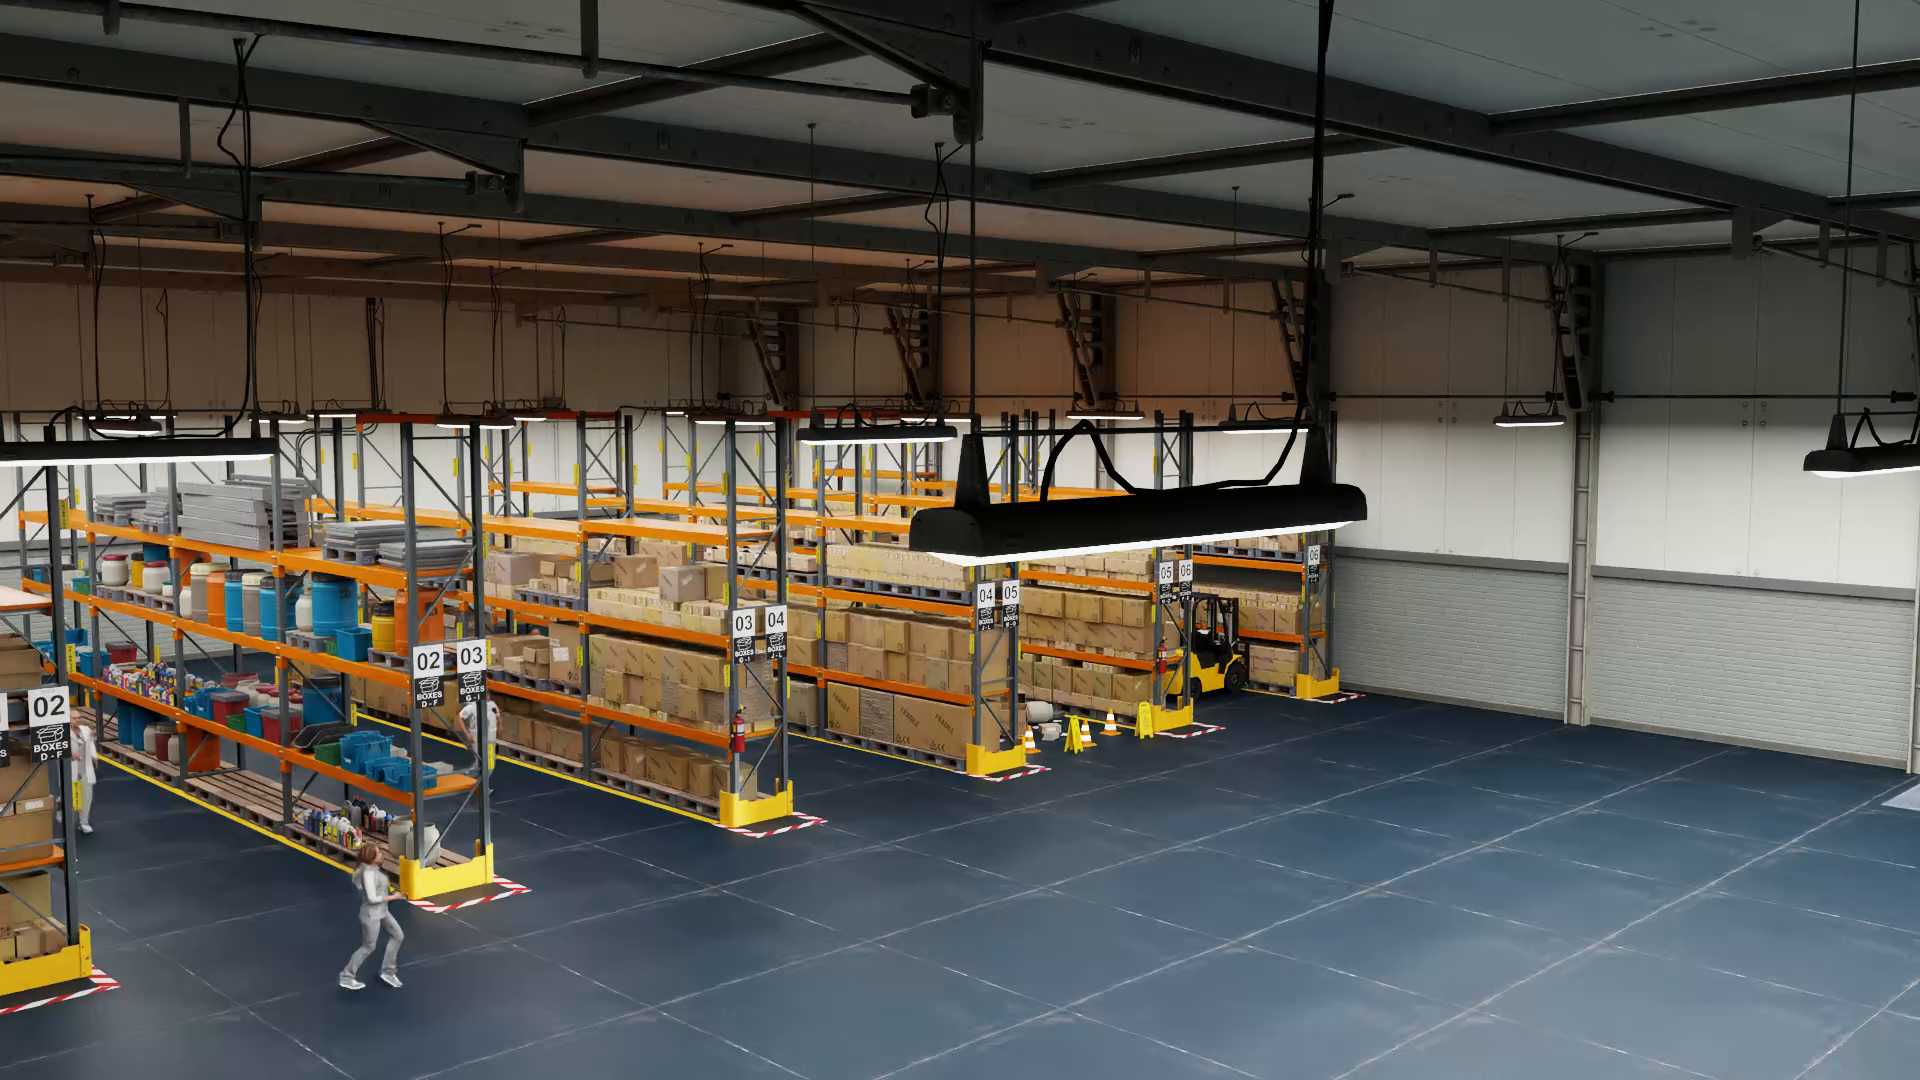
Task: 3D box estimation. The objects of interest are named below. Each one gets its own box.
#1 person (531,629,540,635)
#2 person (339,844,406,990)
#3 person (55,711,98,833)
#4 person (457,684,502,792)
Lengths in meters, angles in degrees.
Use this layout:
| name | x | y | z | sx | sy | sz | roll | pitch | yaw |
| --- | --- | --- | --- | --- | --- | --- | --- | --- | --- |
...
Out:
| name | x | y | z | sx | sy | sz | roll | pitch | yaw |
| --- | --- | --- | --- | --- | --- | --- | --- | --- | --- |
| person | -8.353 | 2.629 | 32.839 | 0.721 | 1.744 | 0.627 | 4 | 6 | 37 |
| person | -6.244 | 4.014 | 17.669 | 0.702 | 1.616 | 0.542 | -1 | 5 | -11 |
| person | -12.893 | 3.350 | 24.213 | 0.834 | 1.746 | 0.718 | 3 | 6 | 35 |
| person | -7.541 | 3.161 | 26.409 | 0.537 | 1.757 | 0.710 | 4 | 7 | 42 |
